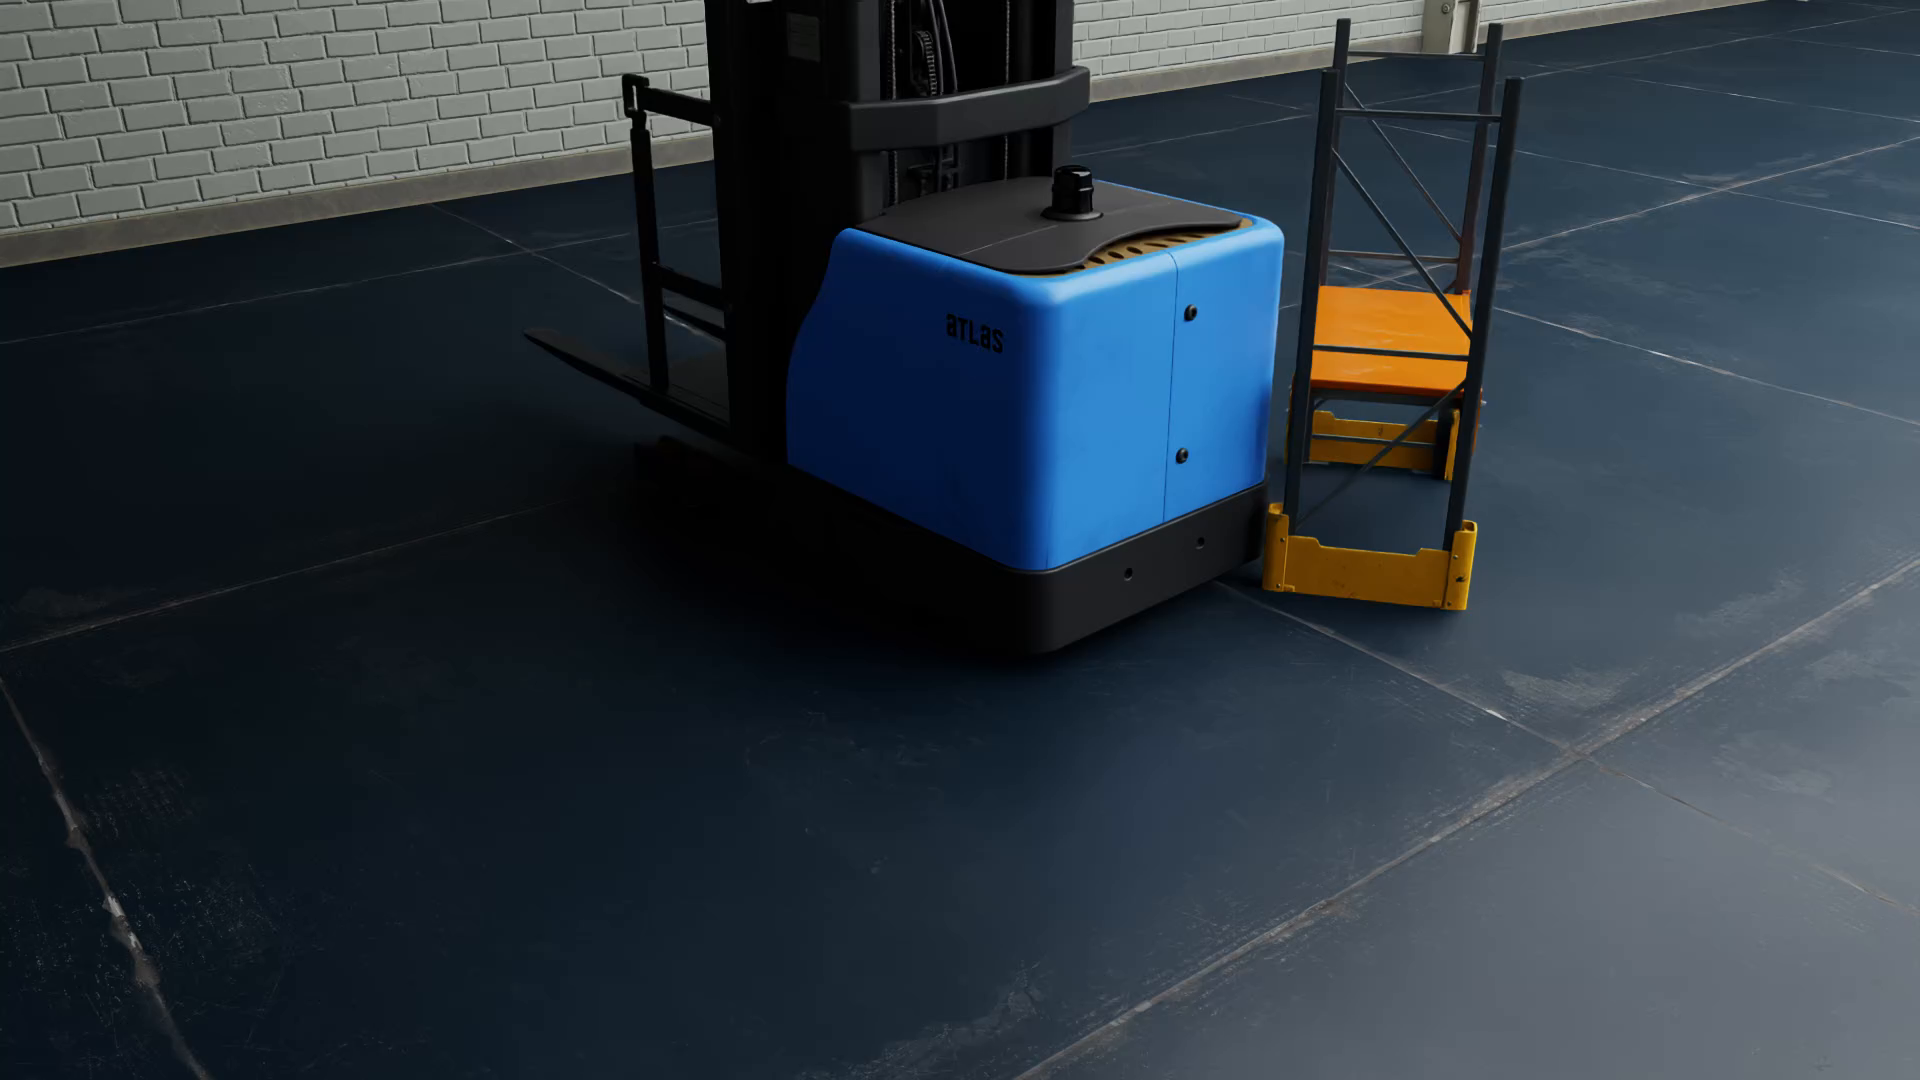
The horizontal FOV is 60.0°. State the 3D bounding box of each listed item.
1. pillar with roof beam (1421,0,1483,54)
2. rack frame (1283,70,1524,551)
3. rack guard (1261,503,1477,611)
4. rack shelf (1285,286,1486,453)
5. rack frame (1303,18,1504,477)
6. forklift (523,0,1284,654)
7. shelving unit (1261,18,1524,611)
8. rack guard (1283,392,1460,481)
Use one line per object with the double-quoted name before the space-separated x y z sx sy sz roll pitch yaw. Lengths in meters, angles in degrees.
"pillar with roof beam" 6.840 -6.842 9.304 0.400 9.000 9.100 -18 31 -34
"rack frame" 1.182 -0.511 4.569 0.500 1.500 0.032 6 26 12
"rack guard" 1.187 0.048 4.850 0.587 0.250 0.087 6 26 12
"rack shelf" 1.303 -0.556 5.093 0.538 0.185 1.000 6 26 12
"rack frame" 1.423 -0.927 5.465 0.500 1.500 0.032 6 26 12
"forklift" -0.442 -1.562 5.135 1.130 2.935 3.031 -21 32 -37
"shelving unit" 1.305 -0.723 5.025 0.587 1.500 1.083 6 26 12
"rack guard" 1.423 -0.359 5.727 0.587 0.250 0.087 6 26 12
